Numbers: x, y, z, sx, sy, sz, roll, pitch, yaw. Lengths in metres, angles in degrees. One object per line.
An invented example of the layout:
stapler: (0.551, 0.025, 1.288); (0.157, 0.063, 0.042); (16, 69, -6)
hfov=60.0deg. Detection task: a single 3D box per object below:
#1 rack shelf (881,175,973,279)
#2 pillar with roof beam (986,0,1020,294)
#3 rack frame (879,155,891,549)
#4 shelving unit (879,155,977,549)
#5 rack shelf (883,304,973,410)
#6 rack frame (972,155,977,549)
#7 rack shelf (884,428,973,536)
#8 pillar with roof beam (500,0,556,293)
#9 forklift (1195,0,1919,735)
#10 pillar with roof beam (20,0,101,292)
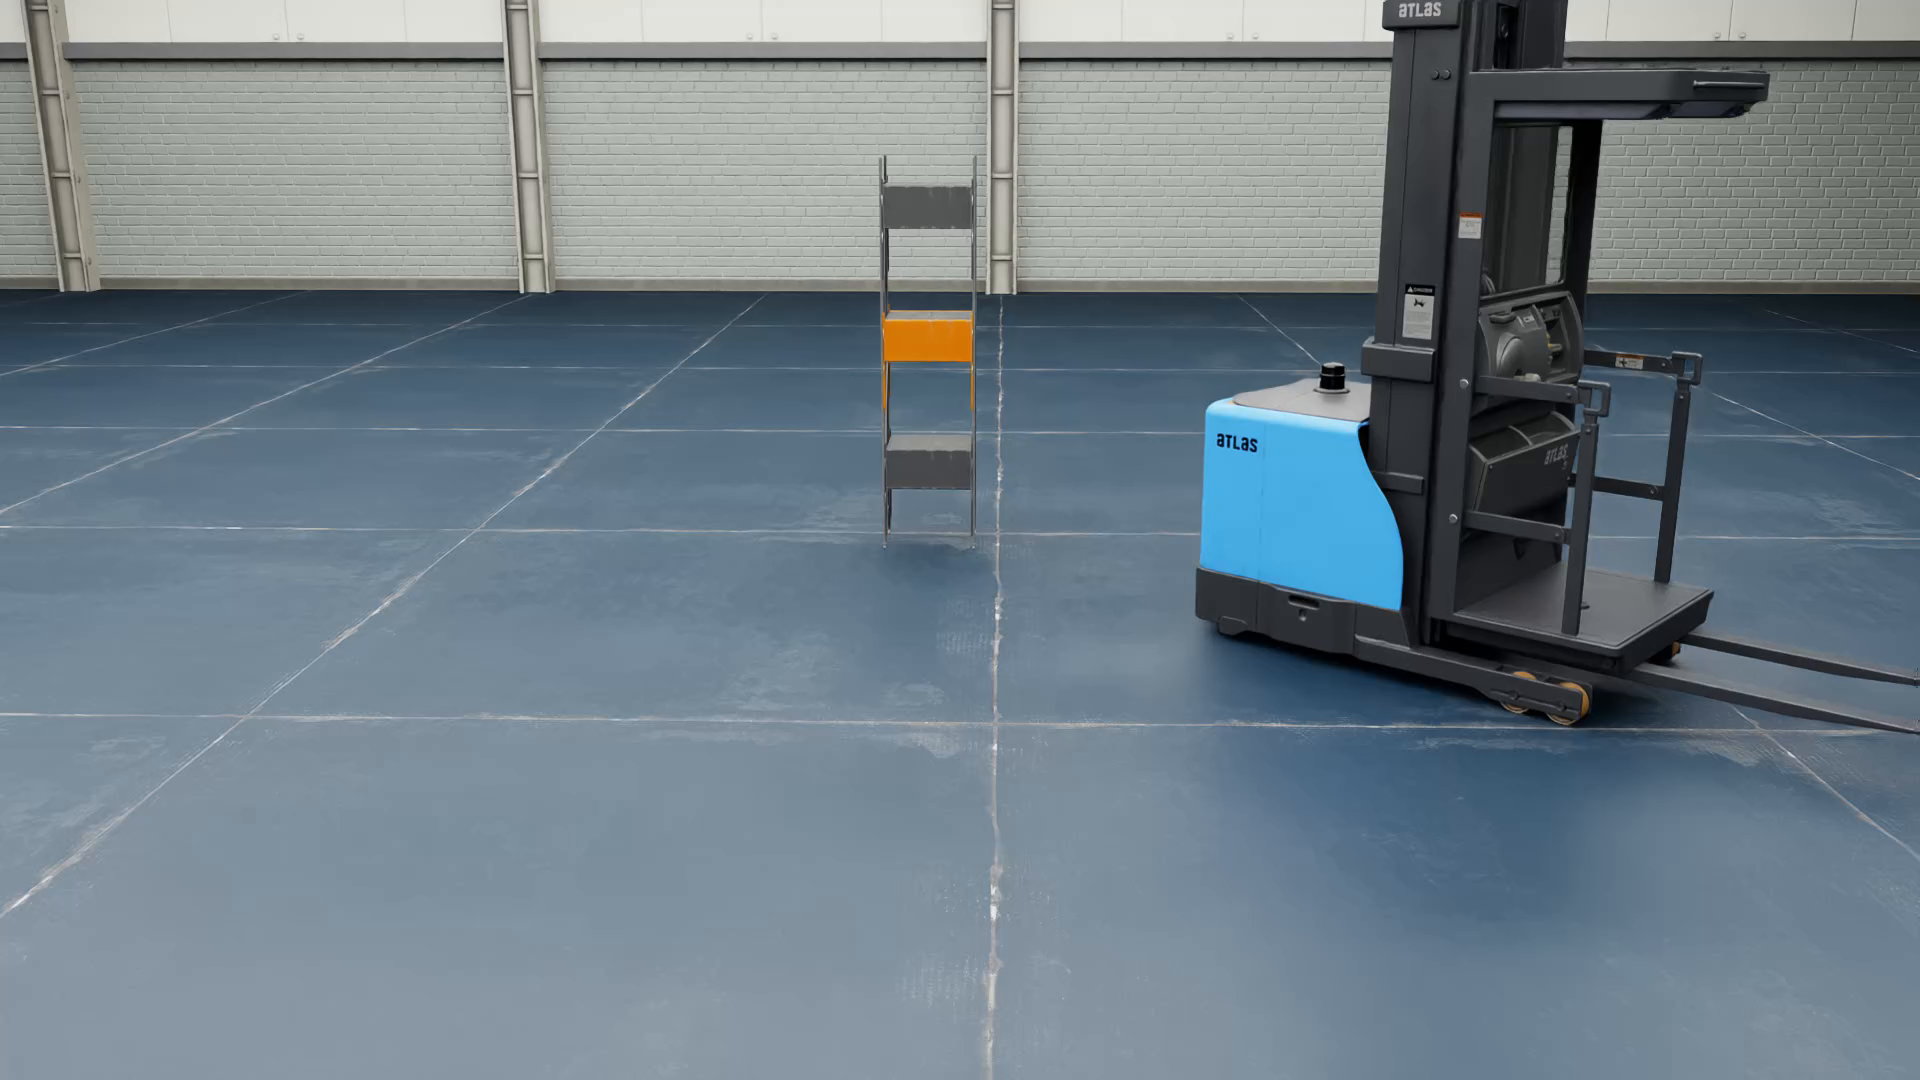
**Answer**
rack shelf: (-0.165, -1.680, 8.901); (0.480, 0.518, 0.431); (0, 15, 1)
pillar with roof beam: (0.422, -6.433, 16.083); (0.400, 9.000, 9.100); (0, 15, 1)
rack frame: (-0.409, -1.018, 9.082); (0.015, 2.100, 0.400); (0, 15, 1)
shelving unit: (-0.165, -1.016, 9.076); (0.503, 2.100, 0.431); (0, 15, 1)
rack shelf: (-0.165, -1.003, 9.080); (0.480, 0.518, 0.431); (0, 15, 1)
rack frame: (0.078, -1.015, 9.070); (0.015, 2.100, 0.400); (0, 15, 1)
rack shelf: (-0.165, -0.326, 9.258); (0.480, 0.518, 0.431); (0, 15, 1)
pillar with roof beam: (-5.576, -6.472, 16.231); (0.400, 9.000, 9.100); (0, 15, 1)
forklift: (2.526, -0.838, 6.769); (3.031, 2.935, 1.130); (13, 20, 40)
pillar with roof beam: (-11.574, -6.511, 16.379); (0.400, 9.000, 9.100); (0, 15, 1)
